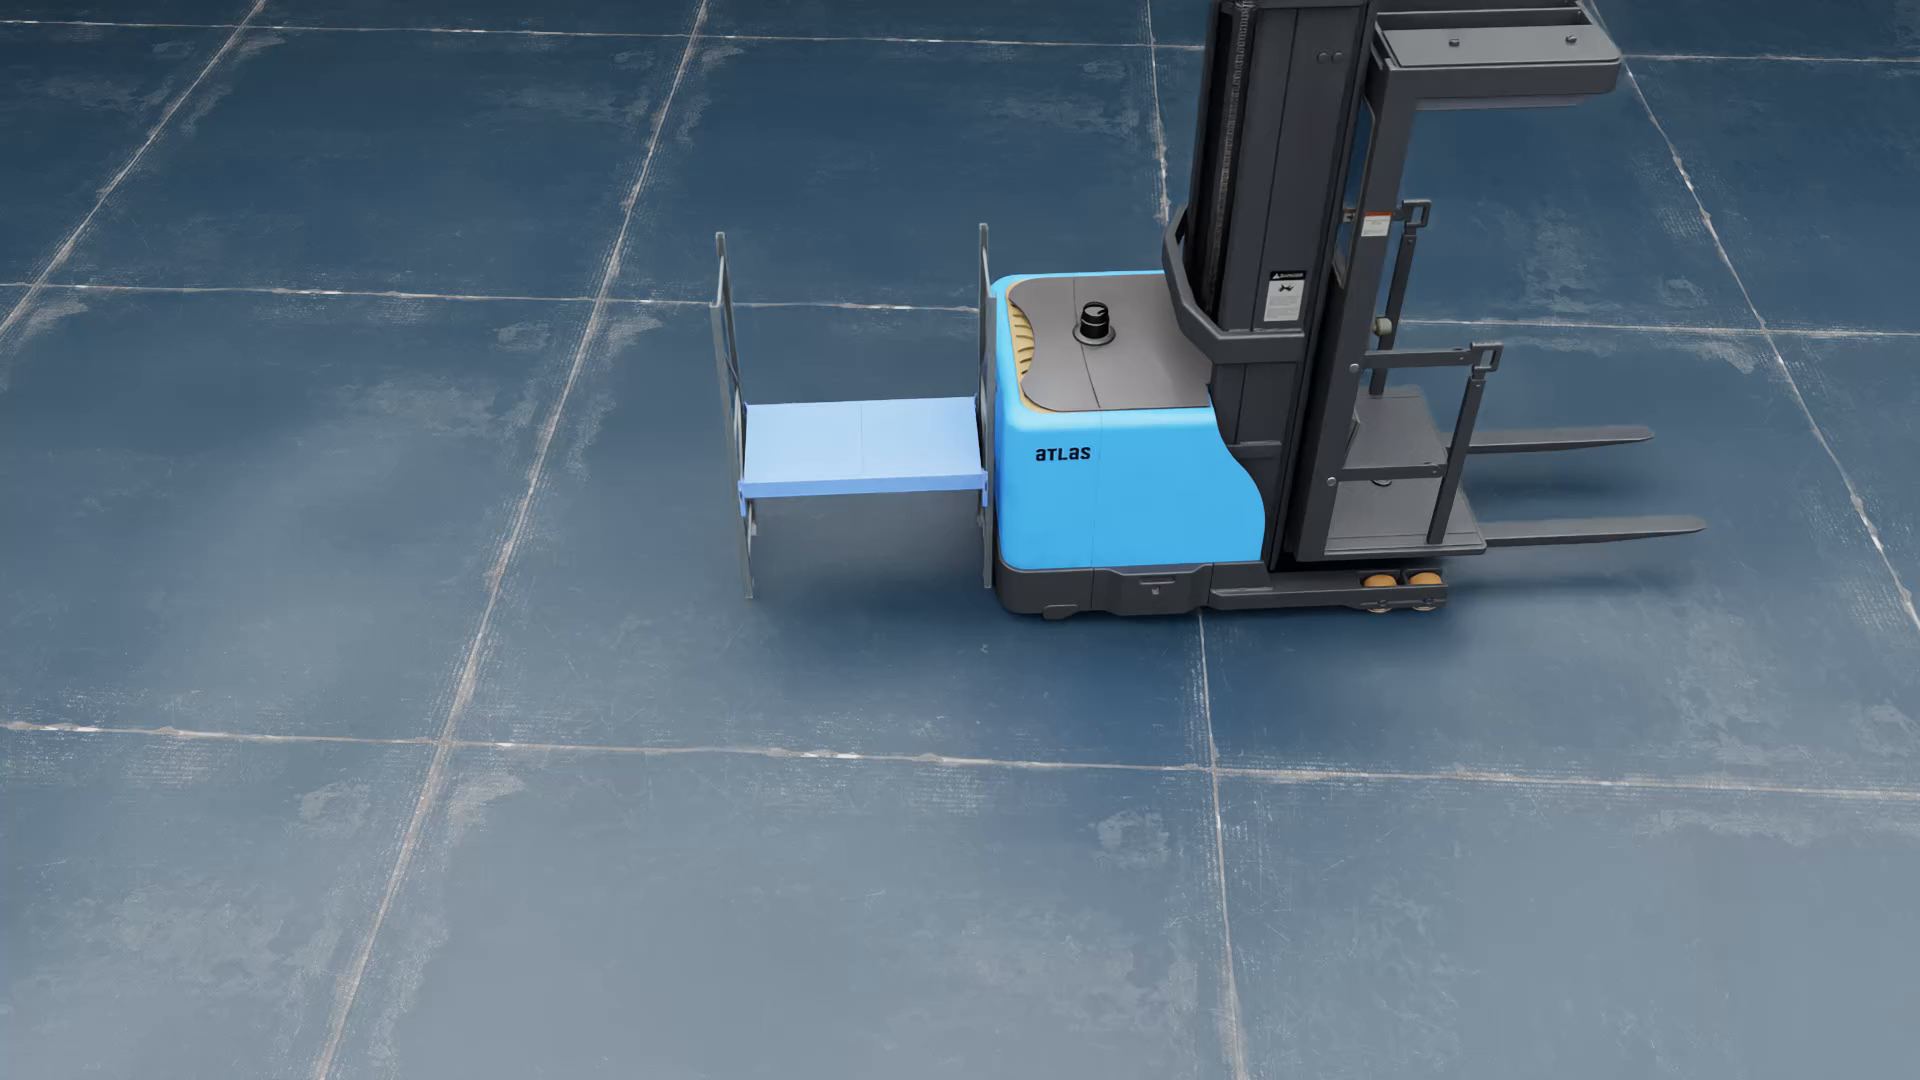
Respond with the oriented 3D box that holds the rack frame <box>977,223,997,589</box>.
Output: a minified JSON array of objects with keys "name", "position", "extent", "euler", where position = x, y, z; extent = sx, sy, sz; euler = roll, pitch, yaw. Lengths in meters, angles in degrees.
[{"name":"rack frame","position":[0.106,-0.510,6.782],"extent":[0.032,1.500,0.500],"euler":[-2,43,-3]}]

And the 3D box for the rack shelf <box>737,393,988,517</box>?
[{"name":"rack shelf","position":[-0.402,-0.357,6.883],"extent":[1.000,0.185,0.538],"euler":[-2,43,-3]}]

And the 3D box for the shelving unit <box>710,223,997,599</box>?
[{"name":"shelving unit","position":[-0.402,-0.489,6.760],"extent":[1.048,1.500,0.538],"euler":[-2,43,-3]}]

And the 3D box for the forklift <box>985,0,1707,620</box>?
[{"name":"forklift","position":[1.645,-1.127,6.395],"extent":[3.031,2.935,1.130],"euler":[-2,43,-3]}]

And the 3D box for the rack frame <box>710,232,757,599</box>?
[{"name":"rack frame","position":[-0.909,-0.468,6.738],"extent":[0.032,1.500,0.500],"euler":[-2,43,-3]}]
